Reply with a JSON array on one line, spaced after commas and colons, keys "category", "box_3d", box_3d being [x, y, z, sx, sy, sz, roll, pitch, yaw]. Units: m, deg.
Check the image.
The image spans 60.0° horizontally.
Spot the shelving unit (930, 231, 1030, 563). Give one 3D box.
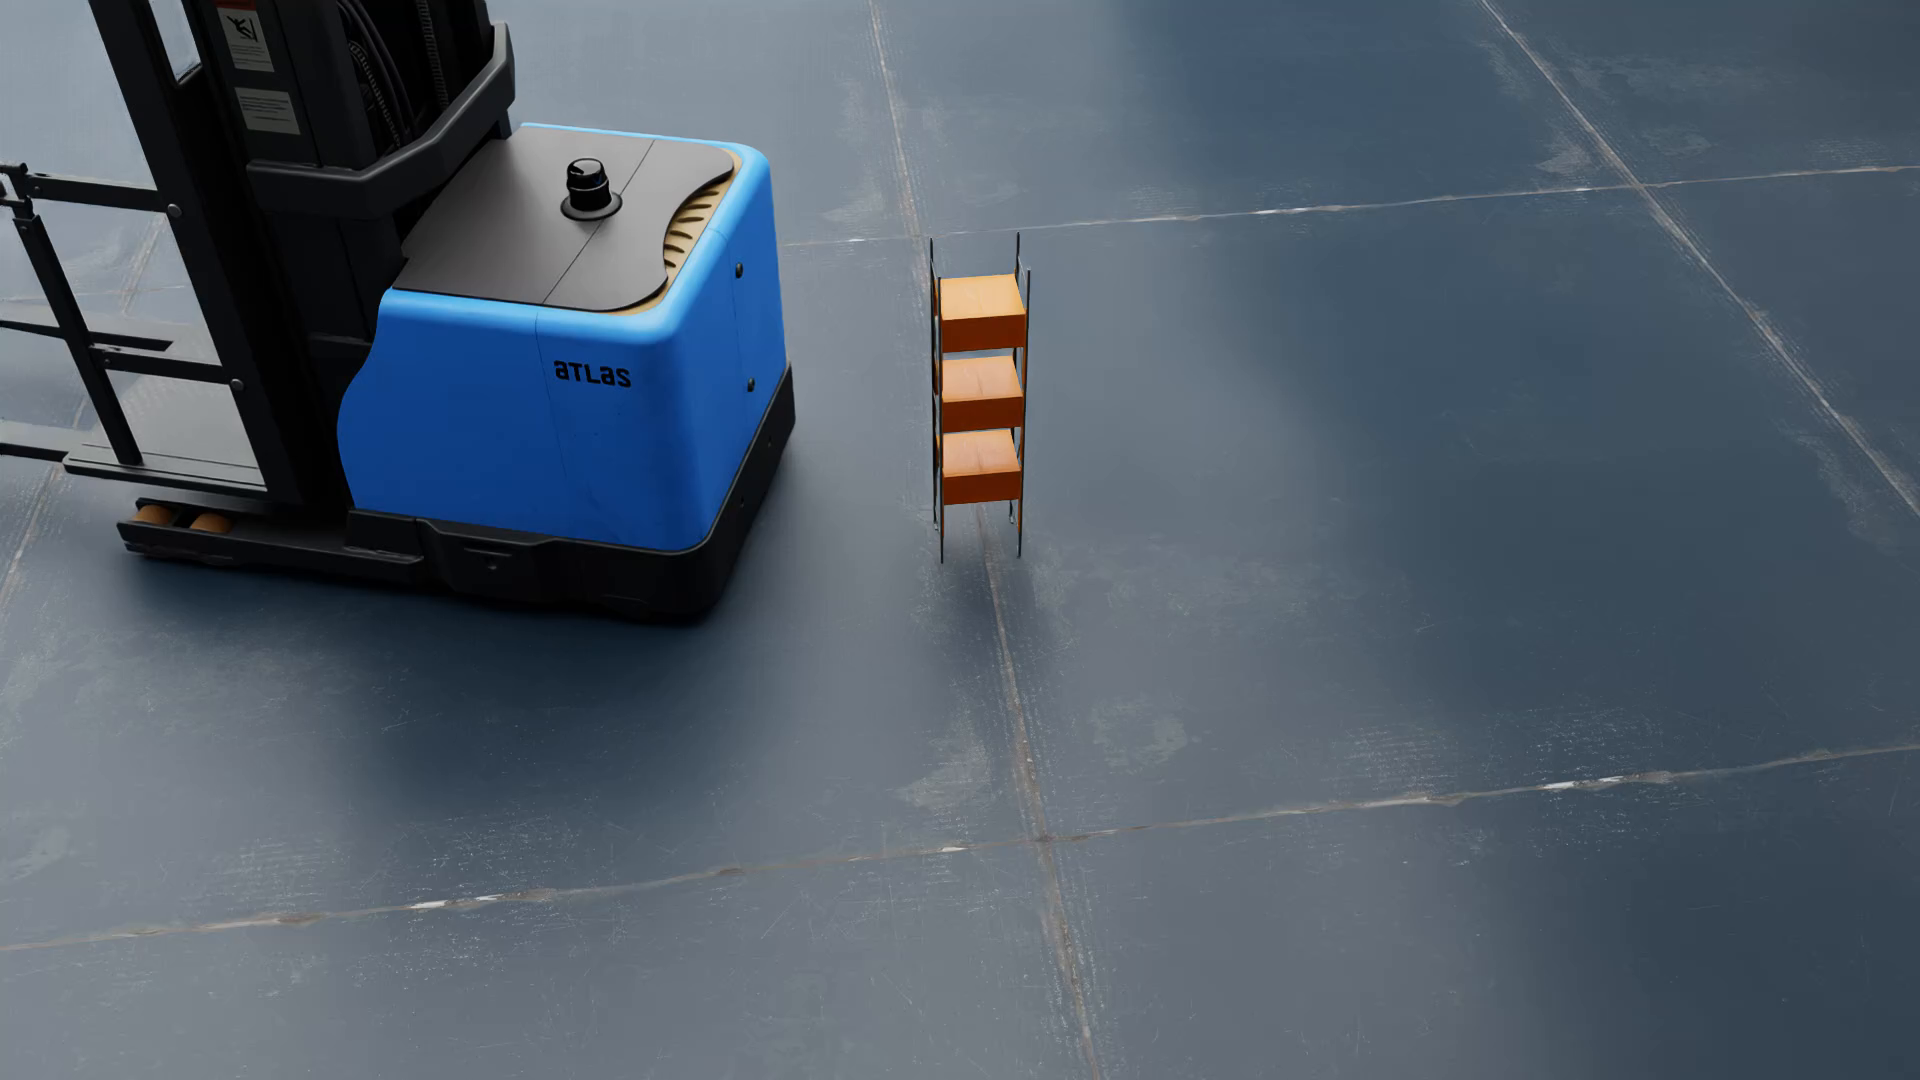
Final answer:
[{"category": "shelving unit", "box_3d": [0.053, -0.394, 4.904, 0.252, 1.050, 0.215, -5, 42, -6]}]

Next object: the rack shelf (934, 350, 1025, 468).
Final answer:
[{"category": "rack shelf", "box_3d": [0.053, -0.387, 4.911, 0.240, 0.259, 0.215, -5, 42, -6]}]

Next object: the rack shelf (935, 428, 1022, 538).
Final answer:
[{"category": "rack shelf", "box_3d": [0.053, -0.180, 5.097, 0.240, 0.259, 0.215, -5, 42, -6]}]

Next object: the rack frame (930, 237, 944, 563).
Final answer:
[{"category": "rack frame", "box_3d": [-0.068, -0.384, 4.892, 0.008, 1.050, 0.200, -5, 42, -6]}]

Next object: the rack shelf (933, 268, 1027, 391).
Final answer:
[{"category": "rack shelf", "box_3d": [0.053, -0.597, 4.721, 0.240, 0.259, 0.215, -5, 42, -6]}]

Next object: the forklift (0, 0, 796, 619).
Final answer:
[{"category": "forklift", "box_3d": [-2.121, -1.345, 4.553, 3.031, 2.935, 1.130, 8, 43, 8]}]

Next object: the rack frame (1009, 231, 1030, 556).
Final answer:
[{"category": "rack frame", "box_3d": [0.174, -0.405, 4.915, 0.008, 1.050, 0.200, -5, 42, -6]}]
